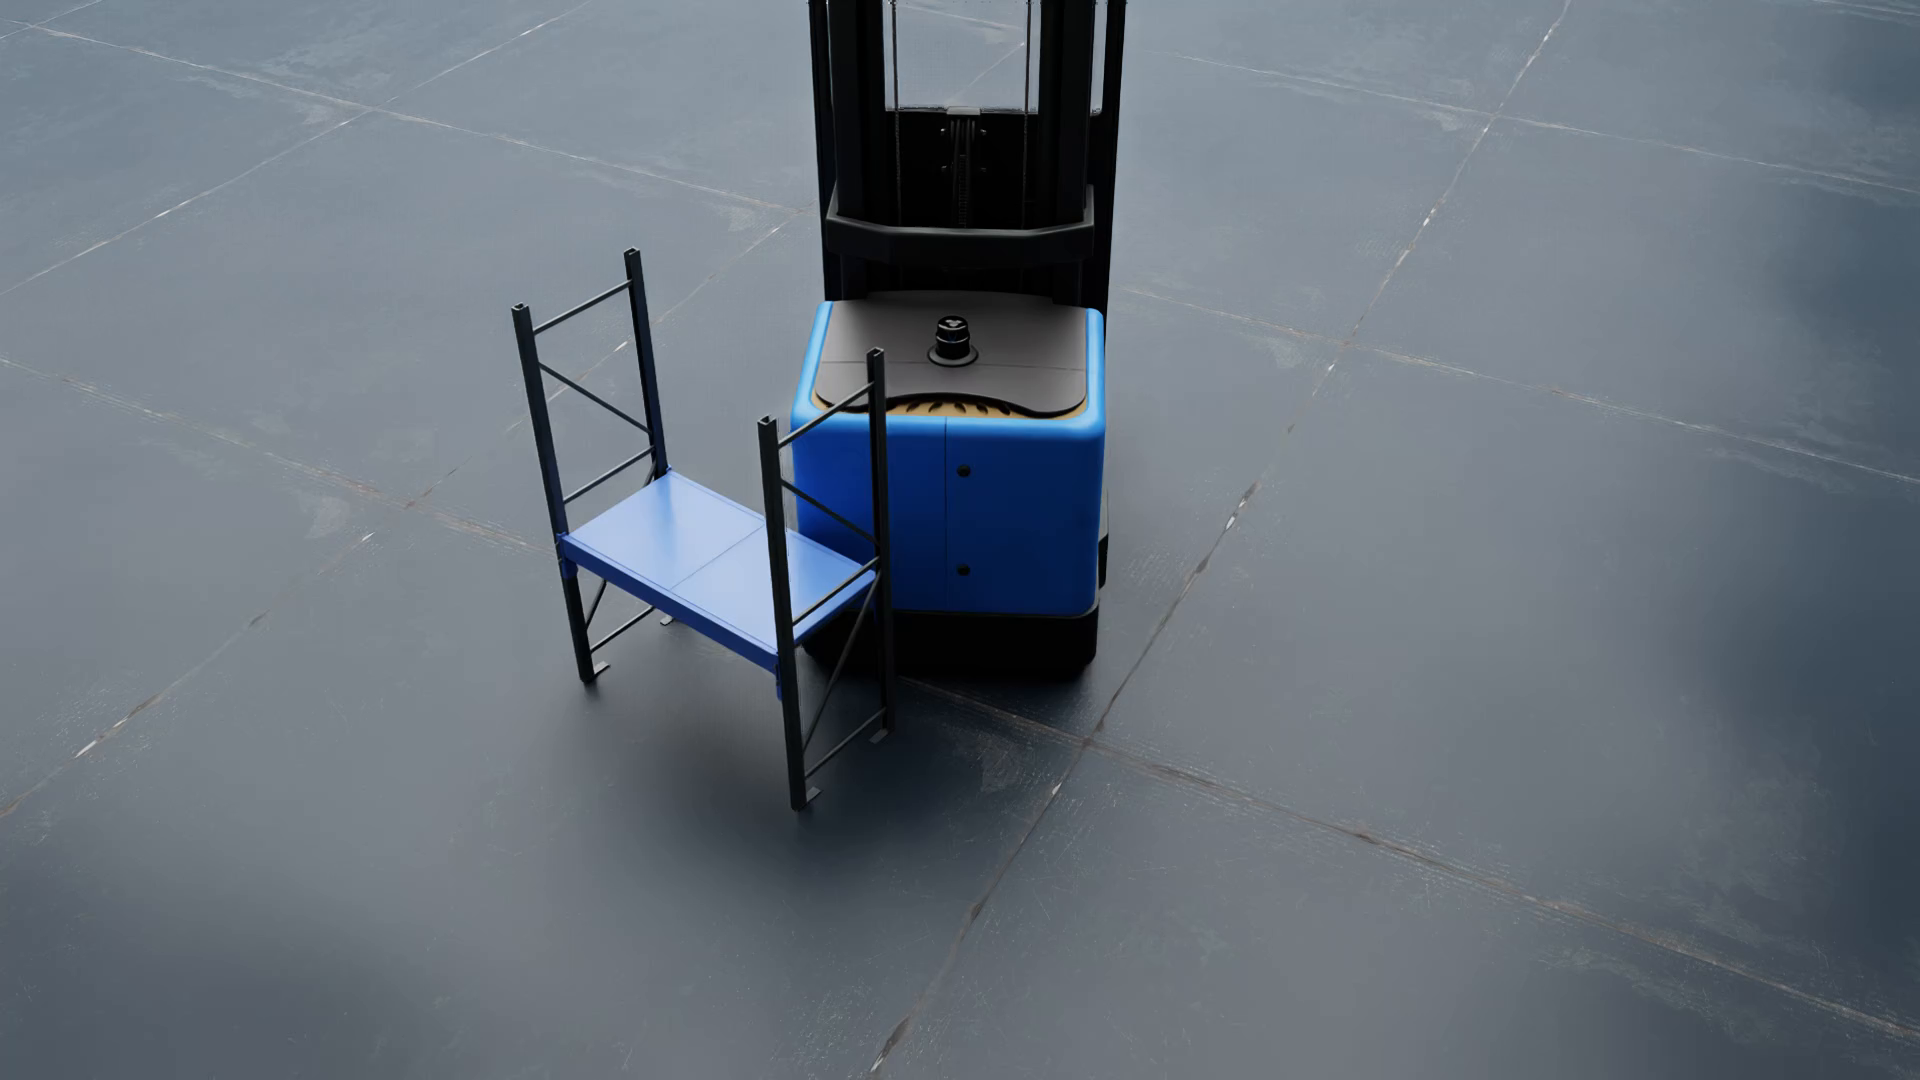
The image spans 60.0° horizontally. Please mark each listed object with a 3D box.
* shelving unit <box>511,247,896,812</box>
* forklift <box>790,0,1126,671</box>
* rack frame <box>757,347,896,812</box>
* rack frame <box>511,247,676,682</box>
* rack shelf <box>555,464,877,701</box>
[{"bbox_3d":[-0.786,-0.027,5.362,1.048,1.500,0.538,25,44,29],"label":"shelving unit"},{"bbox_3d":[0.039,-1.579,6.223,1.130,2.935,3.031,2,37,3],"label":"forklift"},{"bbox_3d":[-0.385,0.161,5.114,0.032,1.500,0.500,25,44,29],"label":"rack frame"},{"bbox_3d":[-1.187,-0.216,5.611,0.032,1.500,0.500,25,44,29],"label":"rack frame"},{"bbox_3d":[-0.786,0.116,5.471,1.000,0.185,0.538,25,44,29],"label":"rack shelf"}]
